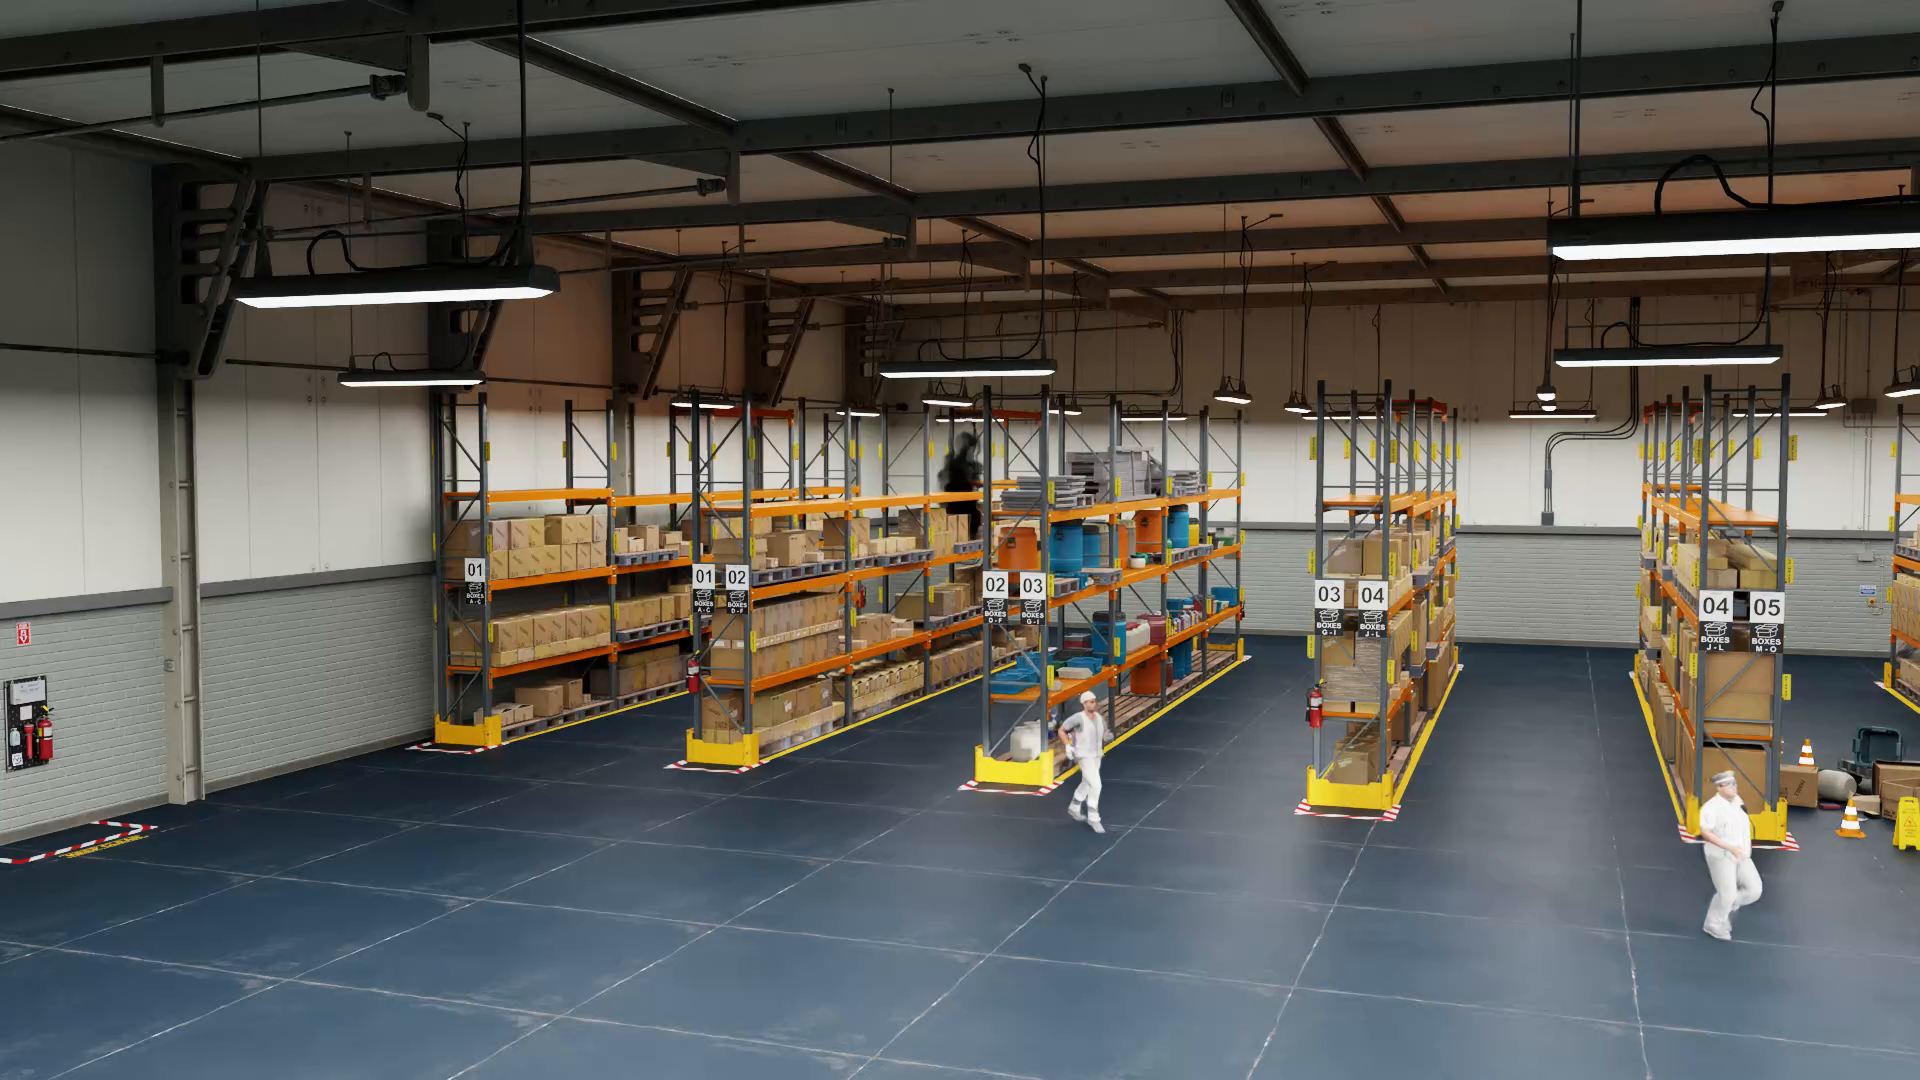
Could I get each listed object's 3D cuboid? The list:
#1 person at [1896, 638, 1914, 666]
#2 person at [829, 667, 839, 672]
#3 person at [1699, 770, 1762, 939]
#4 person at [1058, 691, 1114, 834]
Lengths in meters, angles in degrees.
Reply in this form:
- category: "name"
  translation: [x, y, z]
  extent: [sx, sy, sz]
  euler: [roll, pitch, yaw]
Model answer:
- category: "person"
  translation: [20.646, 2.301, 36.380]
  extent: [0.601, 1.538, 0.494]
  euler: [-3, 4, -40]
- category: "person"
  translation: [-2.677, 2.325, 35.058]
  extent: [0.613, 1.723, 0.711]
  euler: [1, 3, 22]
- category: "person"
  translation: [7.909, 3.222, 17.049]
  extent: [0.674, 1.745, 0.551]
  euler: [-2, 3, -27]
- category: "person"
  translation: [1.696, 2.927, 22.063]
  extent: [0.801, 1.846, 0.649]
  euler: [3, 4, 44]
